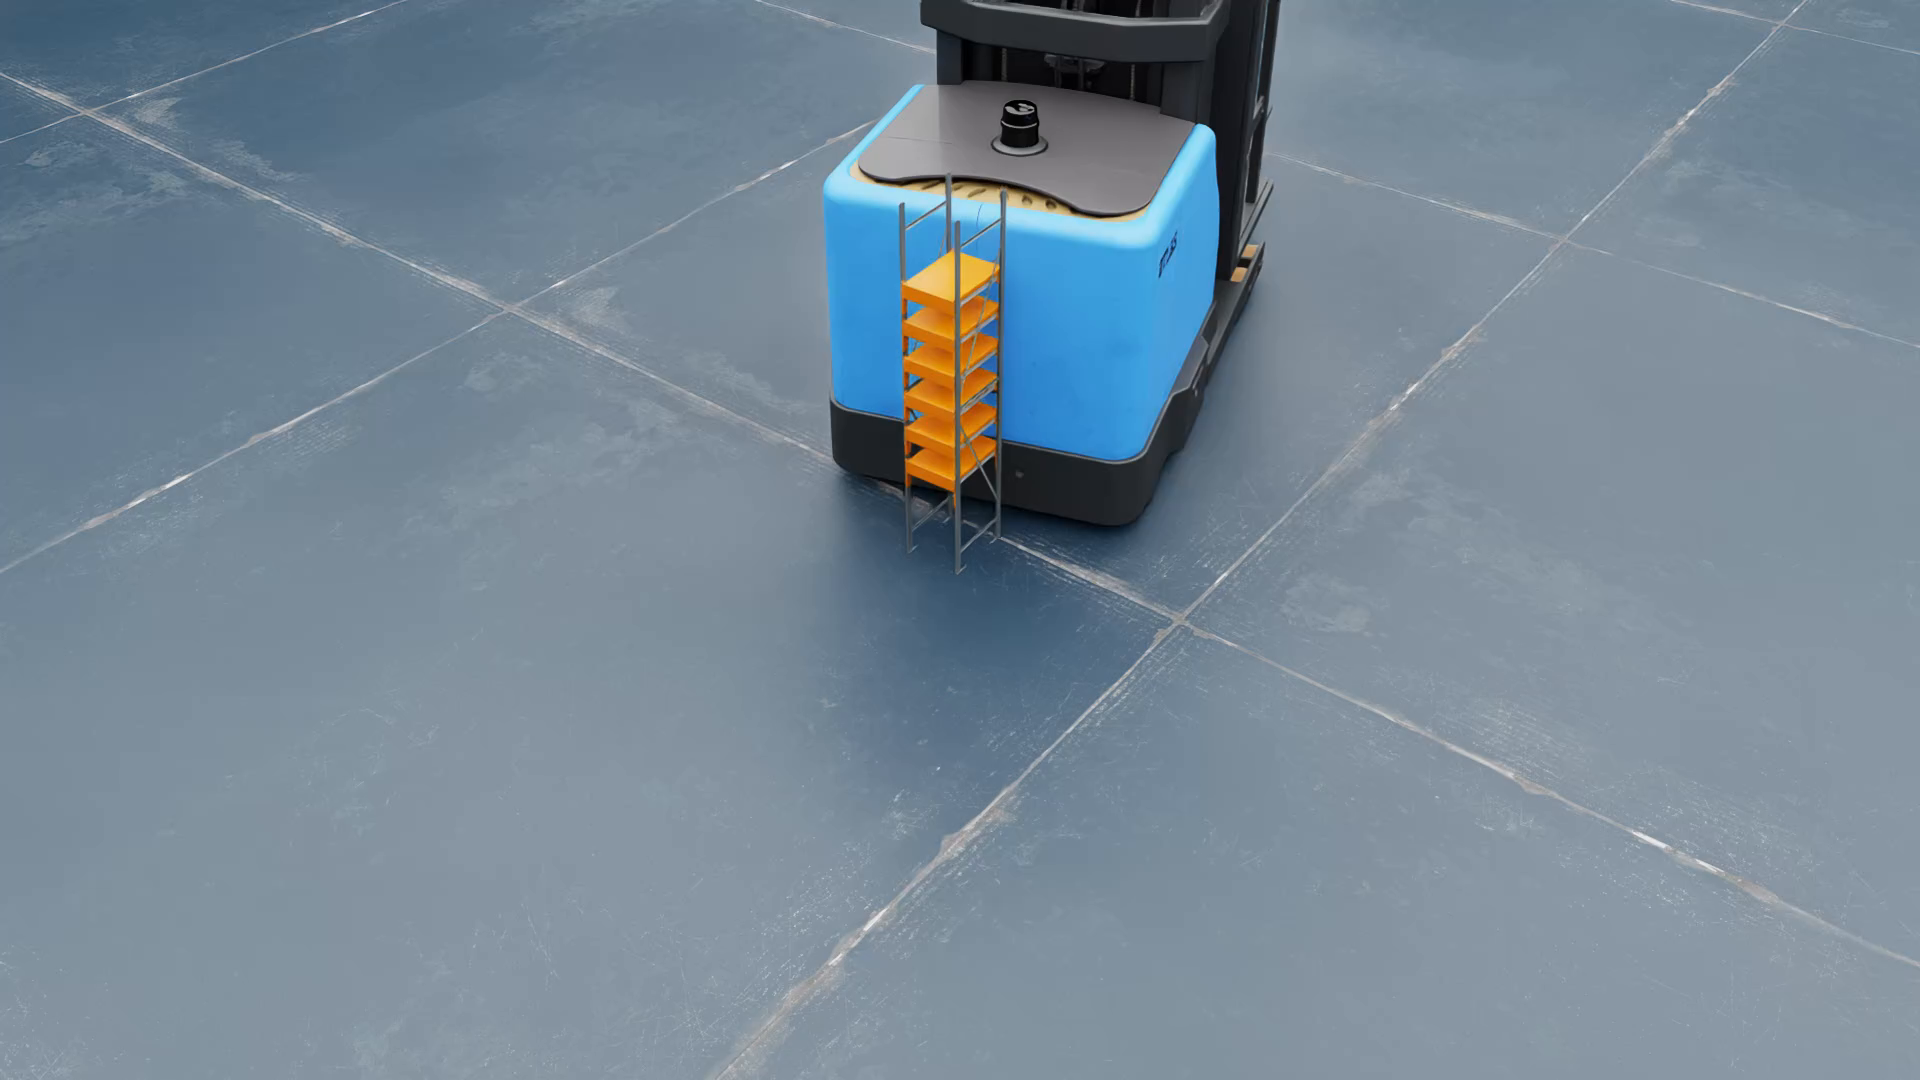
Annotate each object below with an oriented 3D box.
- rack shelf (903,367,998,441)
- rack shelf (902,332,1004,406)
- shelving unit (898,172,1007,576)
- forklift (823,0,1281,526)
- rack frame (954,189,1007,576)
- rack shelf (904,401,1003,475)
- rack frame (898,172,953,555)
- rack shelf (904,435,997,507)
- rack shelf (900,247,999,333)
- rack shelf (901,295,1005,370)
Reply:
[{"bbox_3d":[-0.019,-0.420,4.885,0.180,0.103,0.258,23,44,27],"label":"rack shelf"},{"bbox_3d":[-0.019,-0.514,4.811,0.180,0.103,0.258,23,44,27],"label":"rack shelf"},{"bbox_3d":[-0.019,-0.455,4.858,0.189,1.200,0.258,23,44,27],"label":"shelving unit"},{"bbox_3d":[0.552,-2.111,5.568,1.130,2.935,3.031,12,40,15],"label":"forklift"},{"bbox_3d":[0.056,-0.423,4.817,0.006,1.200,0.240,23,44,27],"label":"rack frame"},{"bbox_3d":[-0.019,-0.325,4.959,0.180,0.103,0.258,23,44,27],"label":"rack shelf"},{"bbox_3d":[-0.094,-0.487,4.899,0.006,1.200,0.240,23,44,27],"label":"rack frame"},{"bbox_3d":[-0.019,-0.231,5.033,0.180,0.103,0.258,23,44,27],"label":"rack shelf"},{"bbox_3d":[-0.019,-0.703,4.663,0.180,0.103,0.258,23,44,27],"label":"rack shelf"},{"bbox_3d":[-0.019,-0.609,4.737,0.180,0.103,0.258,23,44,27],"label":"rack shelf"}]
